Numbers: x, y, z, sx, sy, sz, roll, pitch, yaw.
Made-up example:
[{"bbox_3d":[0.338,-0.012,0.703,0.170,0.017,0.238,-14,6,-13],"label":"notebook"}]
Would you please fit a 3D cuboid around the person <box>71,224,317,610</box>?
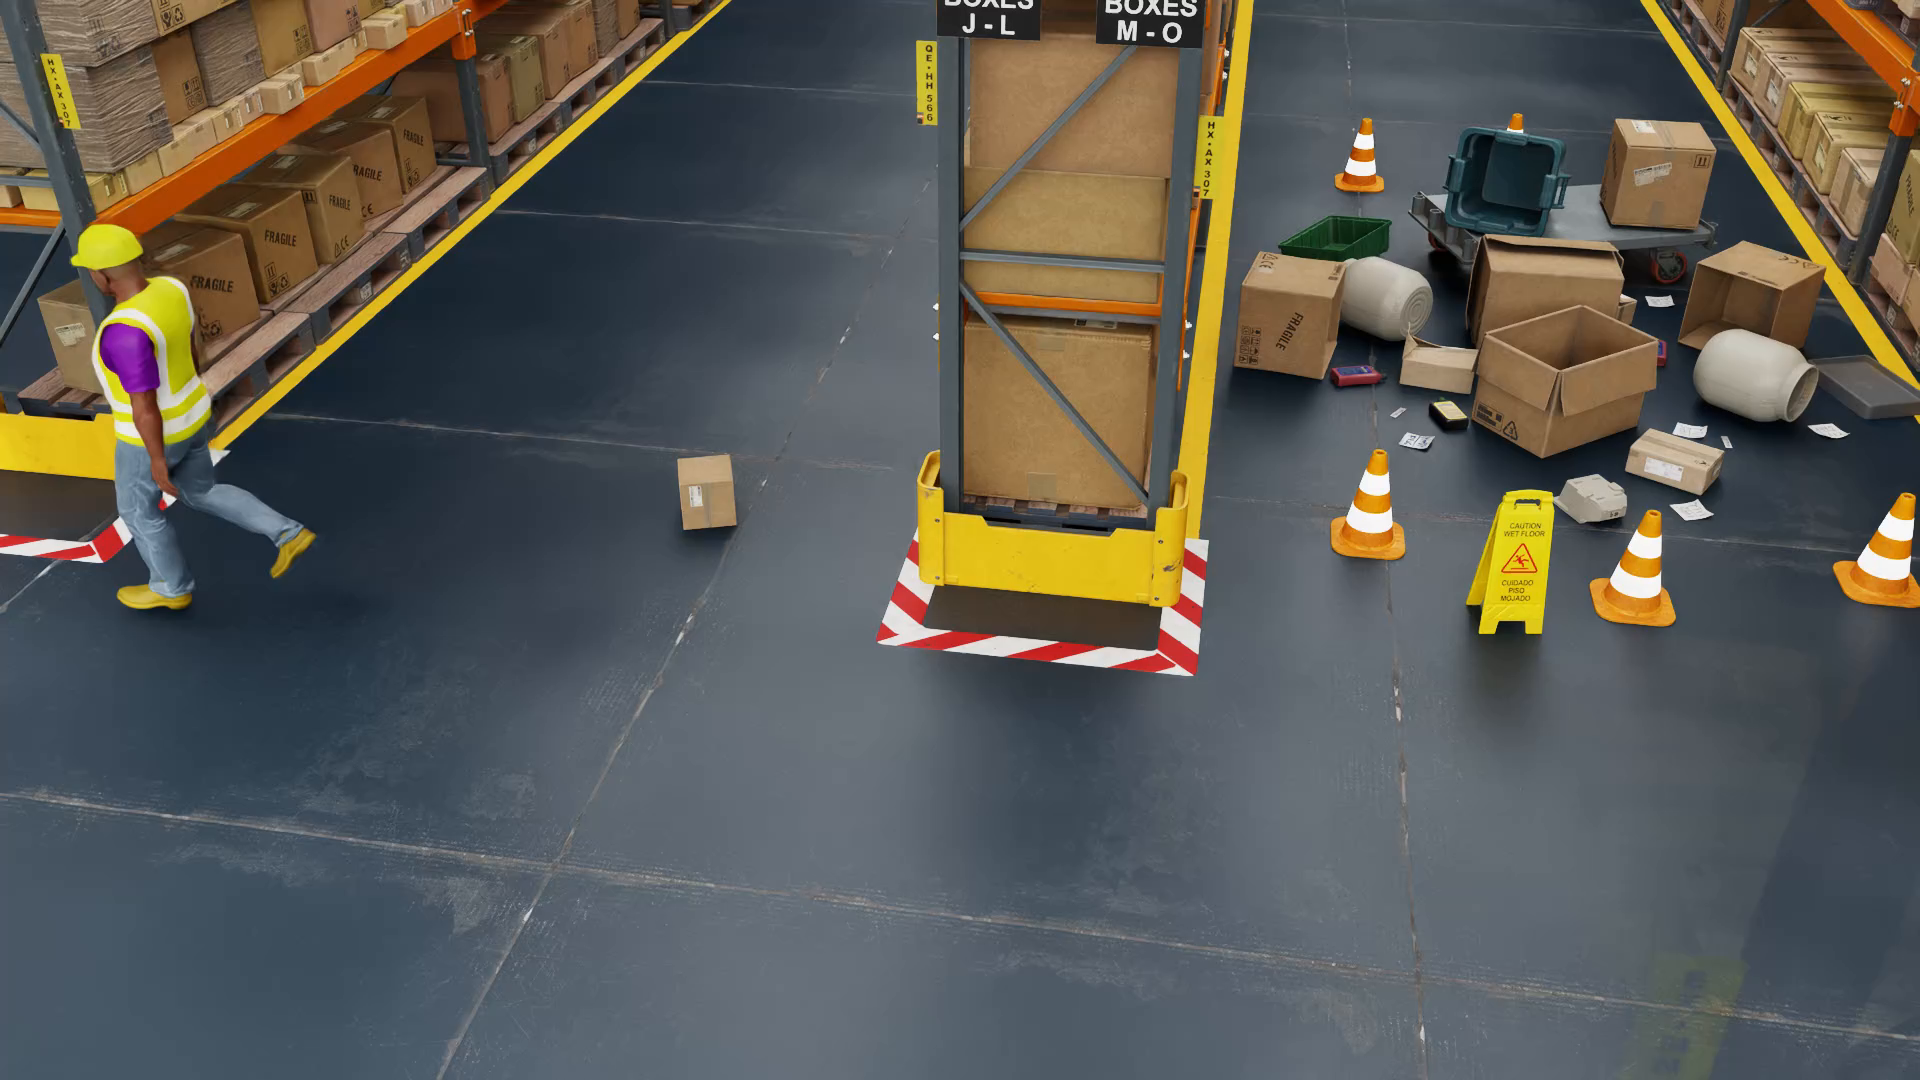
[{"bbox_3d":[-3.236,-0.494,6.890,0.860,1.737,0.613,1,32,2],"label":"person"}]
